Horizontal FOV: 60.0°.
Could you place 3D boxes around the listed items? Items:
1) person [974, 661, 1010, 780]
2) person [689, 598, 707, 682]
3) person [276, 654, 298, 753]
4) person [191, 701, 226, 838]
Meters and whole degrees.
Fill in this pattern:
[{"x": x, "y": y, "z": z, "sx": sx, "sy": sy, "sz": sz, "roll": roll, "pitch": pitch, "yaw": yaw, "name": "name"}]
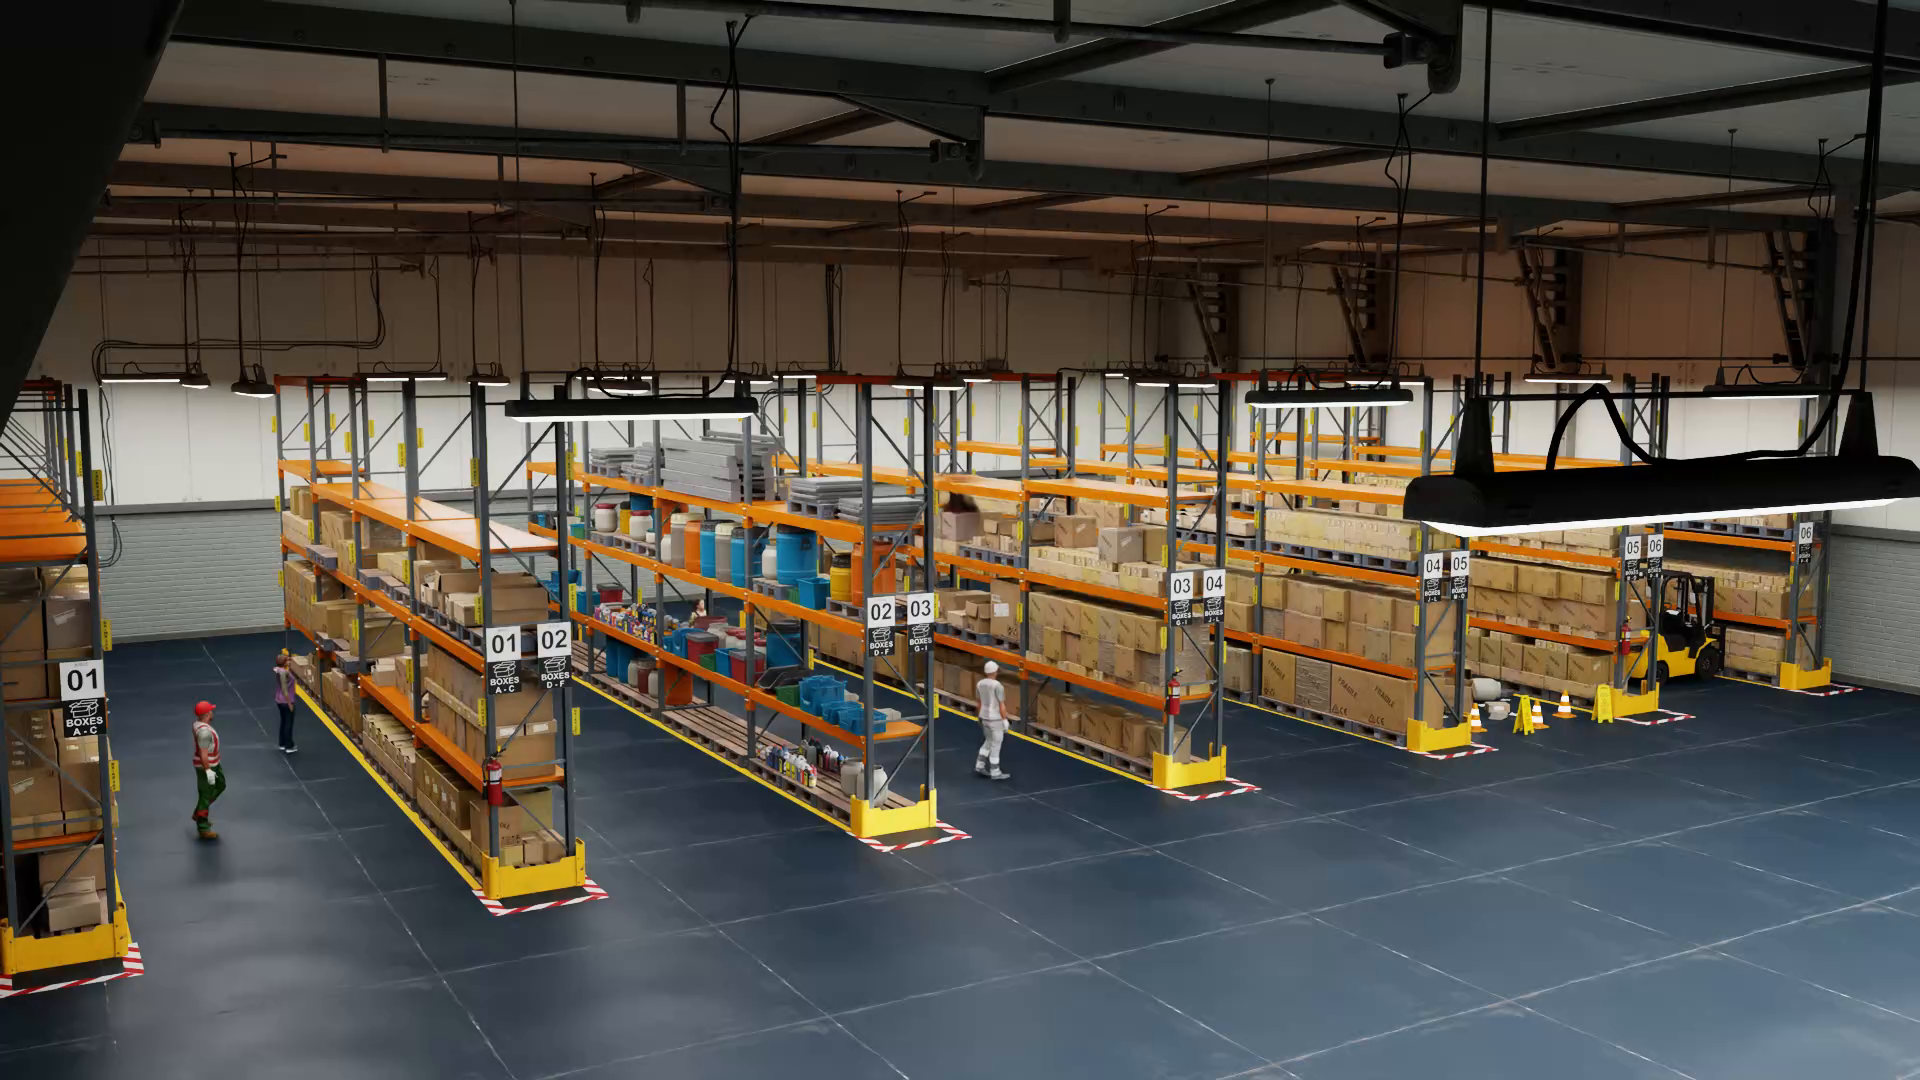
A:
[{"x": 0.503, "y": 2.715, "z": 25.054, "sx": 0.402, "sy": 1.812, "sz": 0.610, "roll": -5, "pitch": 8, "yaw": -38, "name": "person"}, {"x": -5.032, "y": 1.947, "z": 32.665, "sx": 0.557, "sy": 1.600, "sz": 1.039, "roll": -4, "pitch": 7, "yaw": -31, "name": "person"}, {"x": -10.815, "y": 2.613, "z": 26.747, "sx": 0.344, "sy": 1.607, "sz": 0.441, "roll": -5, "pitch": 8, "yaw": -38, "name": "person"}, {"x": -10.059, "y": 3.015, "z": 22.121, "sx": 0.443, "sy": 1.788, "sz": 0.702, "roll": -1, "pitch": 6, "yaw": -13, "name": "person"}]
